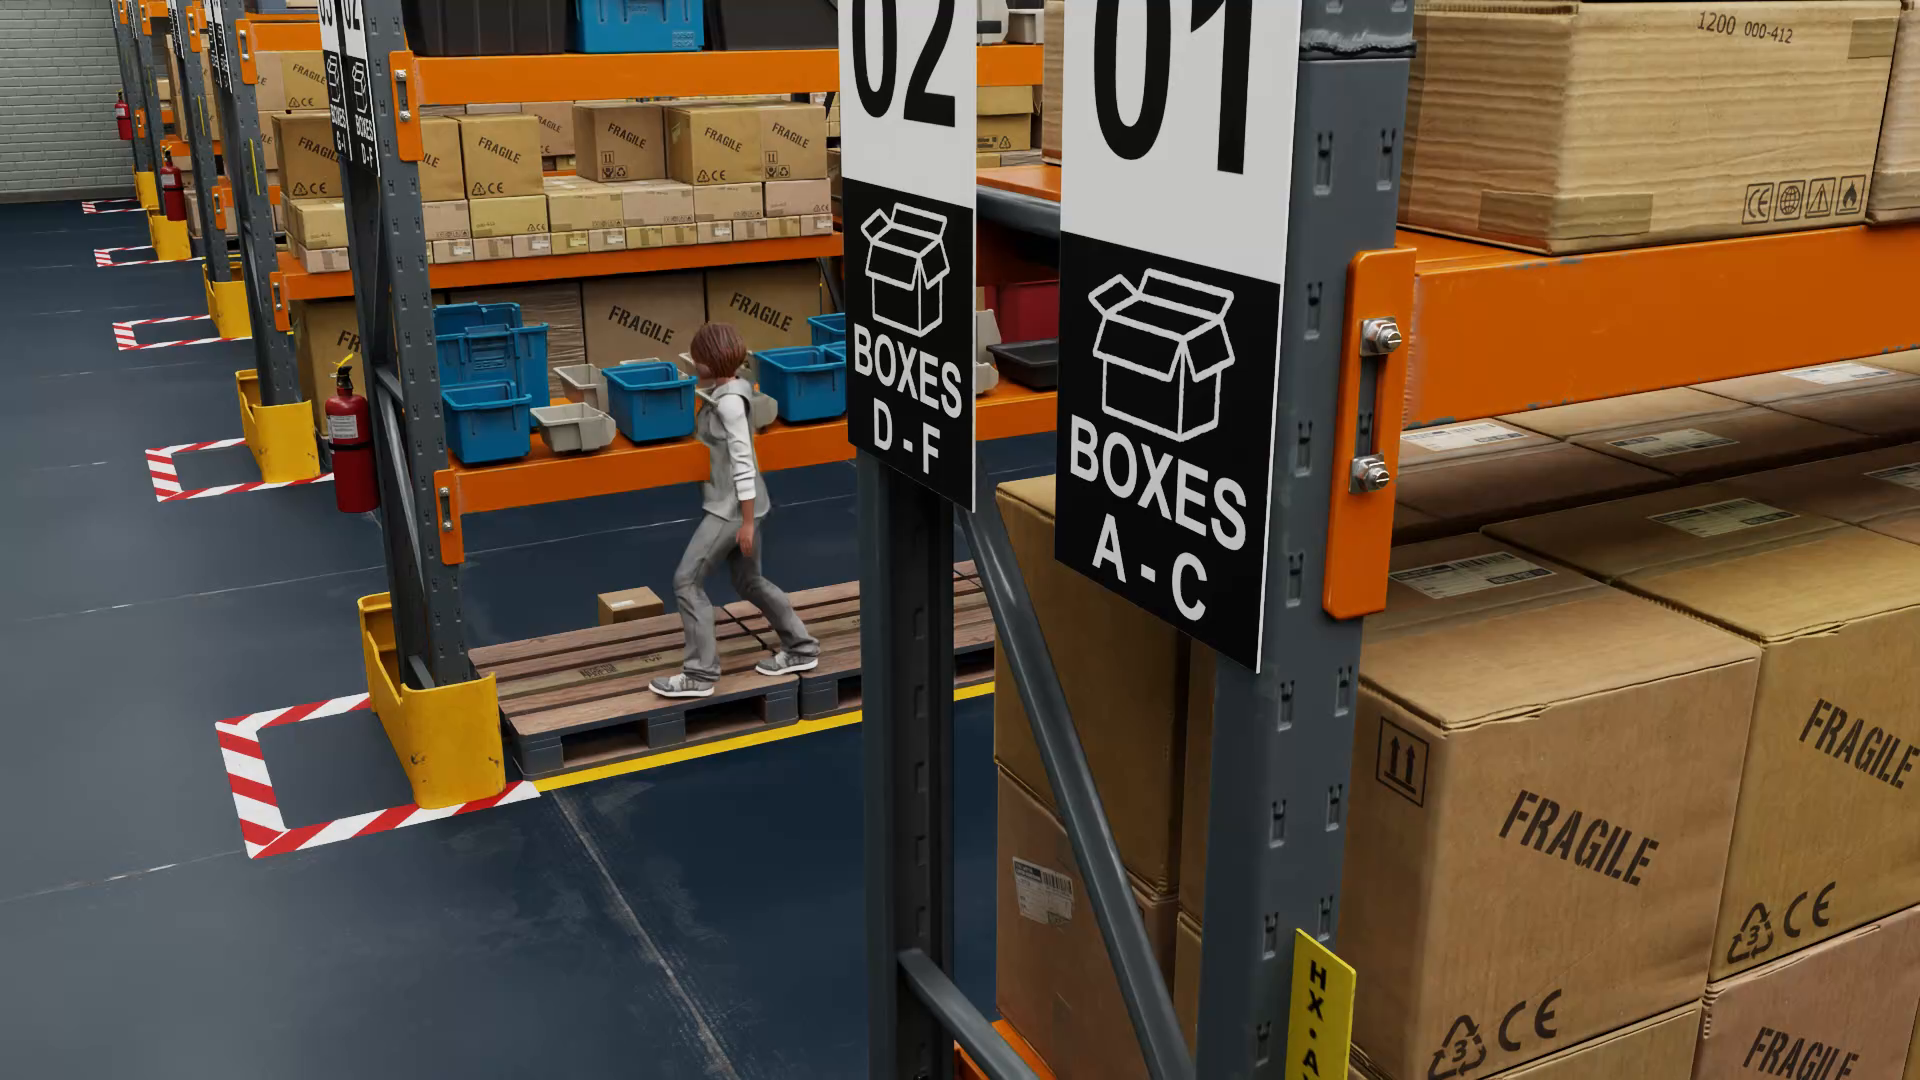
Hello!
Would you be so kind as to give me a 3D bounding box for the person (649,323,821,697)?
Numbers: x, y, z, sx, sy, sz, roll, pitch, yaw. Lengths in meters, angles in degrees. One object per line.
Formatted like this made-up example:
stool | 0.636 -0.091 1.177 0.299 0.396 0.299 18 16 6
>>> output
person | -0.955 -0.126 6.891 0.714 1.546 0.446 -1 19 -3
